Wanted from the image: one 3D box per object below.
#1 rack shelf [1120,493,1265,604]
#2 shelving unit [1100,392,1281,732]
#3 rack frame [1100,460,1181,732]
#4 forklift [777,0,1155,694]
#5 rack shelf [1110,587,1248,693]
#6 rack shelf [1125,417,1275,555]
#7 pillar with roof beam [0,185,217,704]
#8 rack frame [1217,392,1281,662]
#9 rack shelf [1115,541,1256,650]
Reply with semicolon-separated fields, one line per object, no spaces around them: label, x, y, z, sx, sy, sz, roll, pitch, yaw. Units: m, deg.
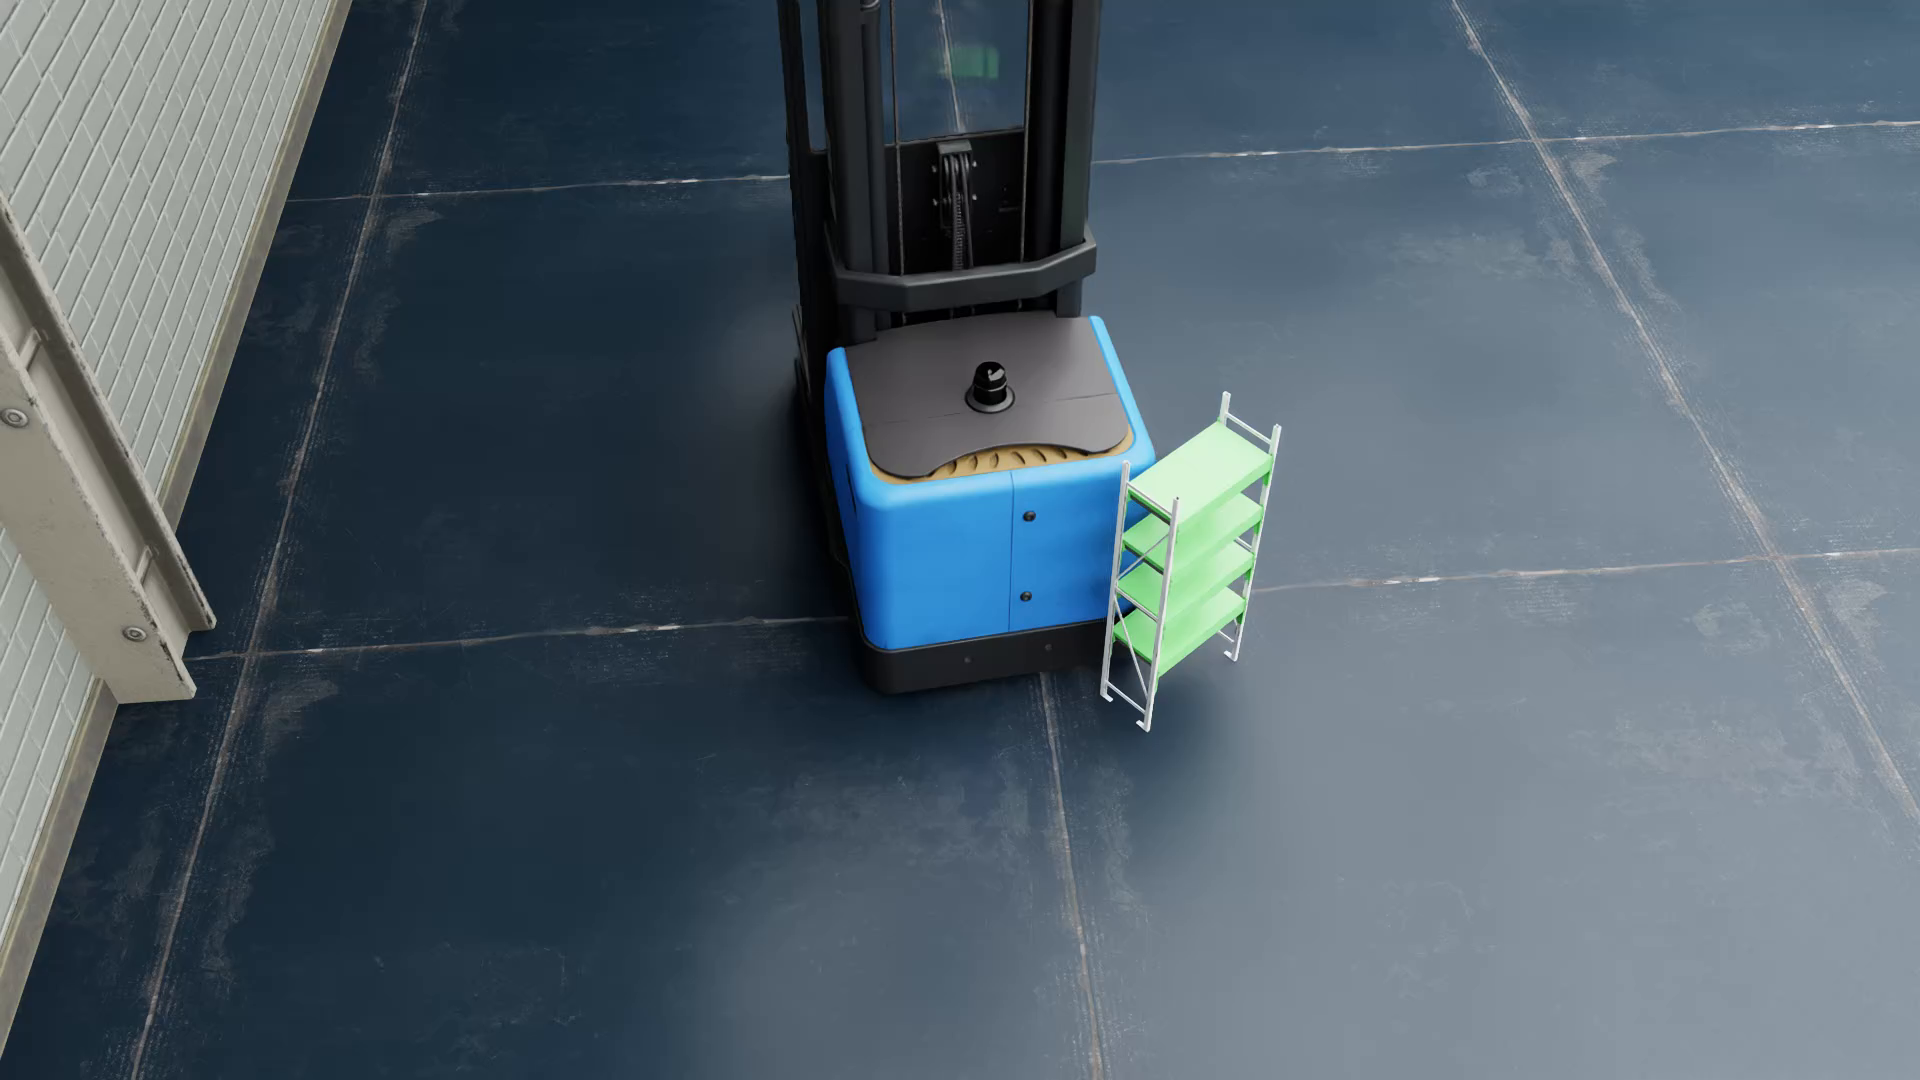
rack shelf;0.787;-0.018;5.698;0.480;0.148;0.258;-34;55;-28
shelving unit;0.787;0.103;5.826;0.503;1.200;0.258;-34;55;-28
rack frame;0.608;0.223;5.712;0.015;1.200;0.240;-34;55;-28
forklift;-0.111;-1.530;6.181;1.130;2.935;3.031;-8;47;-8
rack shelf;0.787;0.312;6.047;0.480;0.148;0.258;-34;55;-28
rack shelf;0.787;-0.183;5.524;0.480;0.148;0.258;-34;55;-28
pillar with roof beam;1.265;-2.900;3.298;9.100;9.000;0.400;-3;47;-3
rack frame;0.966;-0.018;5.940;0.015;1.200;0.240;-34;55;-28
rack shelf;0.787;0.147;5.873;0.480;0.148;0.258;-34;55;-28
